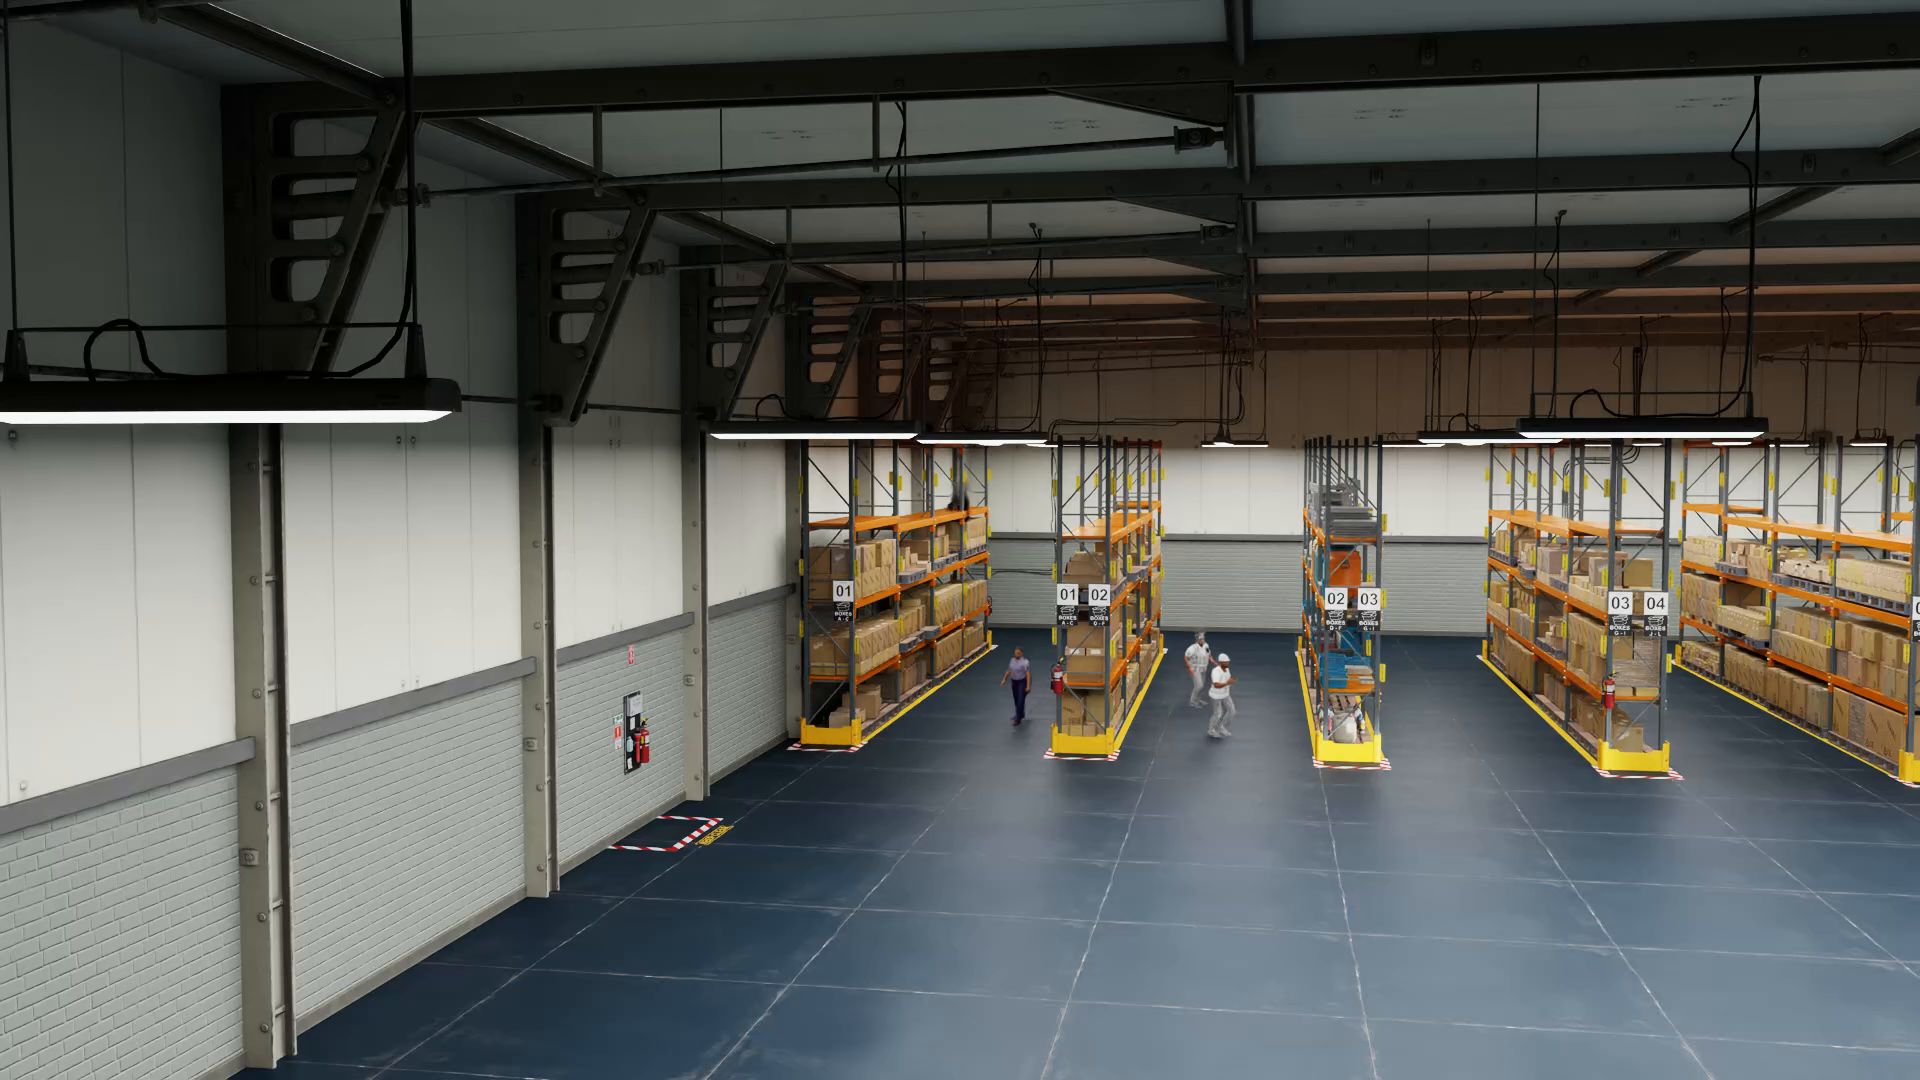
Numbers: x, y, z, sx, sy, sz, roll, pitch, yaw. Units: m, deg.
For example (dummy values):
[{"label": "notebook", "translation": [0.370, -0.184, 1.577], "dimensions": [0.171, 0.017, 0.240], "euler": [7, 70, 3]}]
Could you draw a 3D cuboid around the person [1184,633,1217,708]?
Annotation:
[{"label": "person", "translation": [5.356, 2.899, 37.051], "dimensions": [0.719, 1.708, 0.804], "euler": [-2, 4, -39]}]

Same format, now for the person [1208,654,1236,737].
[{"label": "person", "translation": [5.134, 3.093, 32.843], "dimensions": [0.616, 1.718, 0.873], "euler": [-2, 4, -36]}]

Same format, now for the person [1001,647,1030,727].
[{"label": "person", "translation": [1.198, 3.032, 34.856], "dimensions": [0.656, 1.630, 0.790], "euler": [3, 4, 44]}]

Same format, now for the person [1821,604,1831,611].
[{"label": "person", "translation": [23.784, 2.375, 45.608], "dimensions": [0.947, 1.712, 0.663], "euler": [0, 3, -2]}]
